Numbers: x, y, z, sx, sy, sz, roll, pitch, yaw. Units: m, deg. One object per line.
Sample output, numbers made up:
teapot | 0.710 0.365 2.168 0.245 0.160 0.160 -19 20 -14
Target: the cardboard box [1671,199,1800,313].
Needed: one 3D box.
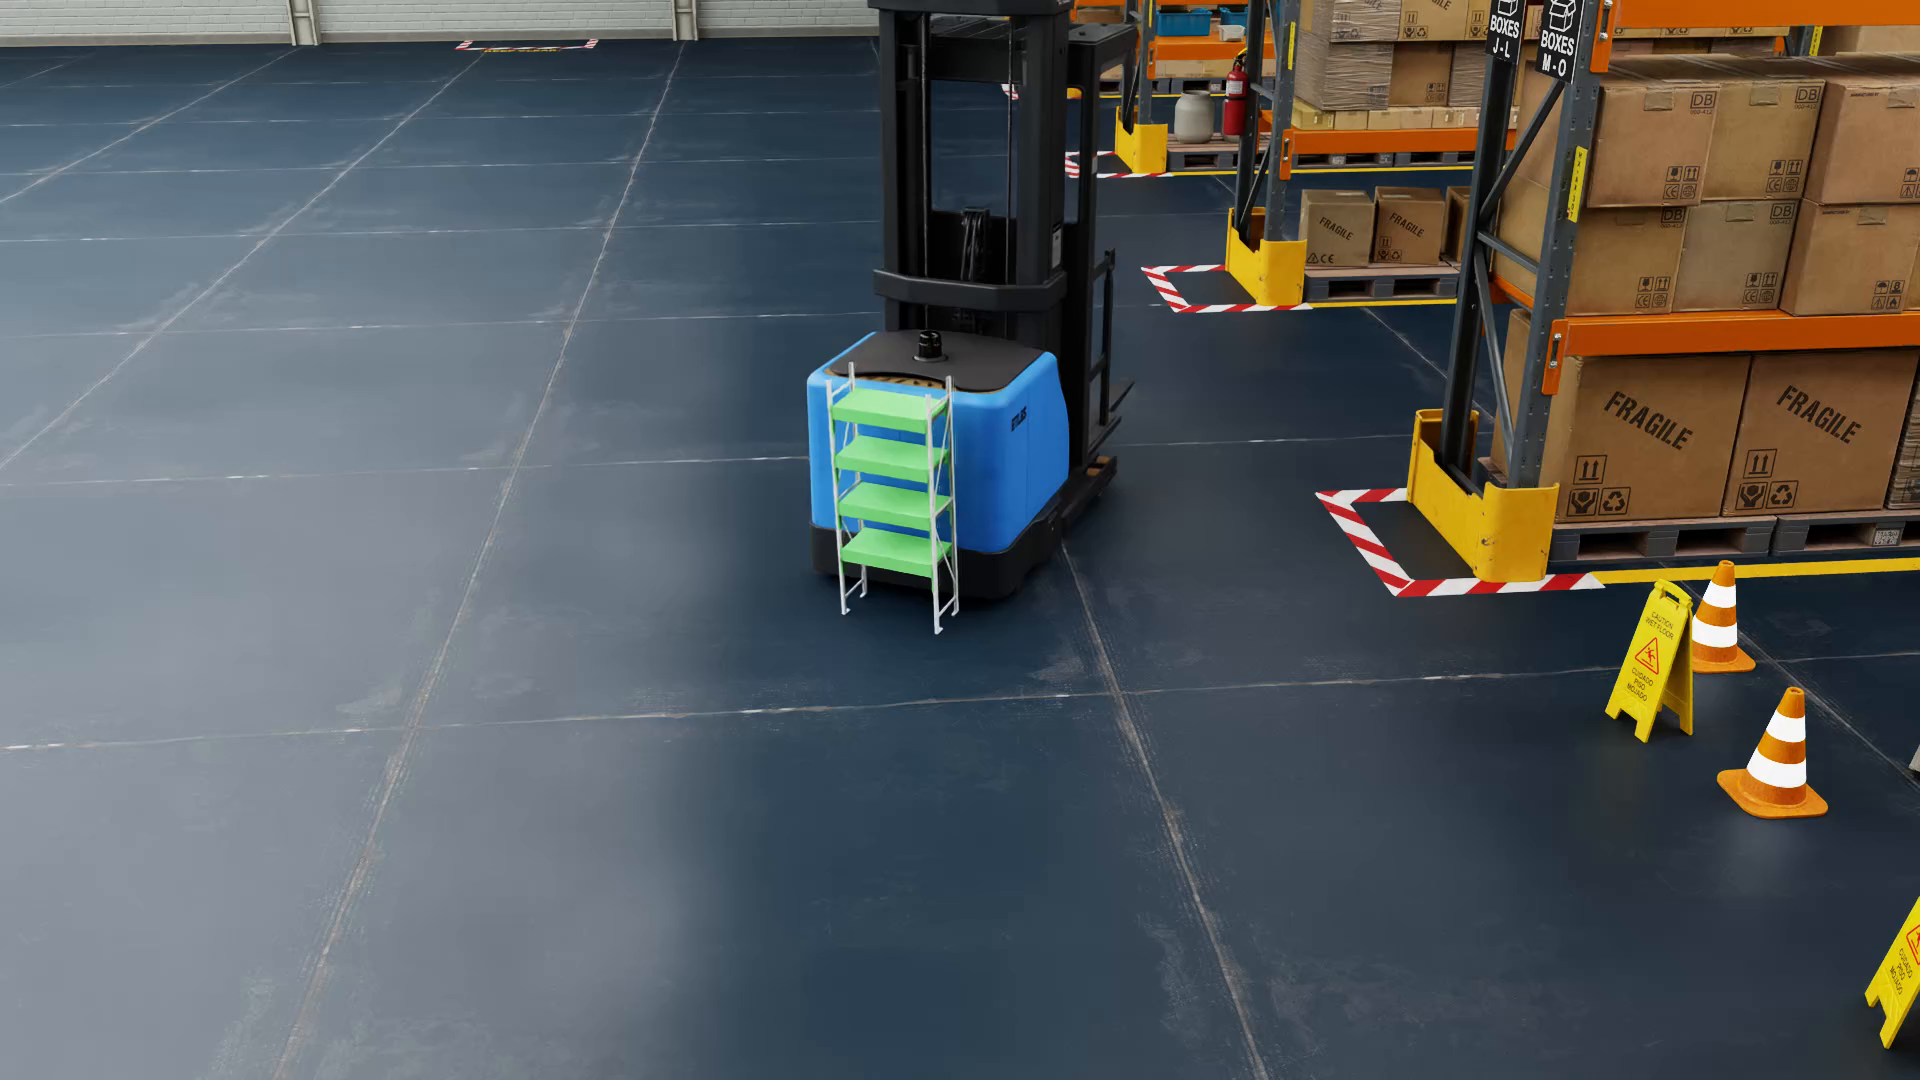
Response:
cardboard box | 3.645 -1.530 8.315 0.550 0.550 0.875 -2 24 -5

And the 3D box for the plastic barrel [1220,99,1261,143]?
plastic barrel | 3.007 -4.541 17.819 0.421 0.512 0.421 0 24 0

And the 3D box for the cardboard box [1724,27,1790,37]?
cardboard box | 5.908 -4.076 12.506 0.500 0.500 0.500 -2 24 -5

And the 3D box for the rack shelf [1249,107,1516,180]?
rack shelf | 4.338 -3.158 13.047 4.000 0.370 1.077 -2 24 -5

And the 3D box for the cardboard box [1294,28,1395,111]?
cardboard box | 2.898 -3.599 12.665 0.500 0.500 0.875 -2 24 -5

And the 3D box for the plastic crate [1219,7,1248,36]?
plastic crate | 2.977 -5.505 17.626 0.408 0.251 0.499 -2 24 -5

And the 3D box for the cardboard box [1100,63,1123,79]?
cardboard box | 1.933 -6.278 22.049 0.500 0.250 0.500 -2 24 -5

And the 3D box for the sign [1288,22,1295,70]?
sign | 2.401 -3.583 12.052 0.005 0.325 0.100 -2 24 -5

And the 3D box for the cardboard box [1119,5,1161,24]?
cardboard box | 2.887 -8.495 26.705 0.500 0.500 0.700 -4 24 -8

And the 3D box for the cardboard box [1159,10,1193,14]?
cardboard box | 2.876 -6.877 22.473 0.500 0.500 0.500 -2 24 -5

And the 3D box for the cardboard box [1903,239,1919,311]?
cardboard box | 4.738 -1.540 8.337 0.500 0.550 0.875 -2 24 -5

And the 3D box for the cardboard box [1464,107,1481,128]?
cardboard box | 3.898 -3.260 12.700 0.250 0.149 0.380 -2 24 -5

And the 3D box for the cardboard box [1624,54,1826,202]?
cardboard box | 3.646 -2.018 8.084 0.550 0.550 0.875 -2 24 -5

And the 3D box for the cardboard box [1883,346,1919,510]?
cardboard box | 5.186 -0.744 8.830 0.875 0.875 0.875 -2 24 -5

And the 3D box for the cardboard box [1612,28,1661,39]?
cardboard box | 4.913 -4.036 12.416 0.500 0.500 0.500 -2 24 -5

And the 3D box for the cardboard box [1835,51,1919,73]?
cardboard box | 4.731 -2.059 8.176 0.500 0.550 0.875 -2 24 -5

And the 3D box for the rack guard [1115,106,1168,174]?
rack guard | 1.932 -4.288 17.783 0.348 0.500 1.175 -2 24 -5

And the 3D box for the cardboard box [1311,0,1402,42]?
cardboard box | 2.922 -3.957 12.239 0.500 0.500 0.500 -2 24 -5

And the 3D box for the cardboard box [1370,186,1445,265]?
cardboard box | 3.562 -2.512 13.270 0.500 0.500 0.500 4 24 9

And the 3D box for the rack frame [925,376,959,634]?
rack frame | -0.078 -0.145 7.579 0.015 1.200 0.240 10 30 22

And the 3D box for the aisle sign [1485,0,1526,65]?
aisle sign | 2.635 -2.704 7.940 0.004 0.787 0.394 -2 24 -5

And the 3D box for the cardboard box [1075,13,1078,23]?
cardboard box | 1.585 -8.377 26.672 0.500 0.311 0.500 -5 24 -11

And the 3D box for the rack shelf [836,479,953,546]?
rack shelf | -0.299 -0.129 7.699 0.480 0.148 0.258 10 30 22

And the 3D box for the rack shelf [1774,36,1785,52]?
rack shelf | 7.832 -5.319 17.911 4.000 0.370 1.077 -2 24 -5

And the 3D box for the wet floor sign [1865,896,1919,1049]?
wet floor sign | 3.028 1.250 5.144 0.232 0.644 0.267 6 25 13

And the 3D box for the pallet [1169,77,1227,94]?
pallet | 3.346 -6.232 22.510 1.213 0.211 1.003 -2 24 -5

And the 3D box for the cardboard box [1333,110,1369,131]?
cardboard box | 2.906 -3.209 12.586 0.250 0.149 0.380 -2 24 -5

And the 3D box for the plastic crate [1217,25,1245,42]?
plastic crate | 2.783 -5.194 17.067 0.250 0.136 0.298 -2 24 -5

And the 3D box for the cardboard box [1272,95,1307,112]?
cardboard box | 2.611 -3.387 12.986 0.250 0.149 0.380 -2 24 -5

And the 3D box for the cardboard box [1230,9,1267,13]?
cardboard box | 3.871 -6.917 22.564 0.500 0.500 0.500 -2 24 -5

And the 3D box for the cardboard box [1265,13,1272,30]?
cardboard box | 3.923 -6.705 22.087 0.500 0.500 0.500 -2 24 -5

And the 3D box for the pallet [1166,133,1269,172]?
pallet | 2.741 -4.187 17.910 1.213 0.211 1.003 -2 24 -5

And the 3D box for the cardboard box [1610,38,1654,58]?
cardboard box | 4.886 -3.689 12.866 0.500 0.500 0.875 -2 24 -5

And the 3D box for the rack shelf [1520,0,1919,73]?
rack shelf | 4.725 -2.520 7.918 4.000 0.370 1.077 -2 24 -5

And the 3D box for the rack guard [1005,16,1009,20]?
rack guard | 0.963 -8.274 26.749 0.348 0.500 1.175 -2 24 -5

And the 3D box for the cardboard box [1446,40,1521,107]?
cardboard box | 3.886 -3.670 12.825 0.500 0.500 0.875 -2 24 -5

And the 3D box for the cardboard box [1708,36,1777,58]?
cardboard box | 5.875 -3.755 13.016 0.500 0.500 0.875 -2 24 -5

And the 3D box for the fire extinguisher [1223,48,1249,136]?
fire extinguisher | 2.189 -3.553 13.146 0.183 0.674 0.296 -2 24 -5

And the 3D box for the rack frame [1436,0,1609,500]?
rack frame | 2.735 -1.398 8.202 0.127 3.000 1.000 -2 24 -5

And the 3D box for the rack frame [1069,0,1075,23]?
rack frame | 1.378 -7.411 21.730 0.127 3.000 1.000 -2 24 -5

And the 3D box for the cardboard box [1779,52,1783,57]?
cardboard box | 11.359 -6.756 22.792 0.500 0.500 0.500 -3 24 -7

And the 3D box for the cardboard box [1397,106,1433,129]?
cardboard box | 3.403 -3.231 12.636 0.250 0.149 0.380 -2 24 -5

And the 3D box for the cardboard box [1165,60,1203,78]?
cardboard box | 2.928 -6.319 22.142 0.500 0.250 0.500 -2 24 -5

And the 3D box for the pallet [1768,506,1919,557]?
pallet | 4.734 -0.235 9.018 1.213 0.211 1.003 -2 24 -5

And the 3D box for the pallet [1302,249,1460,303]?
pallet | 3.235 -2.154 13.335 1.213 0.211 1.003 -2 24 -5

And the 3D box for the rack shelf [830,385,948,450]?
rack shelf | -0.313 -0.555 7.478 0.480 0.148 0.258 10 30 22

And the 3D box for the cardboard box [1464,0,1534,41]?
cardboard box | 3.918 -3.995 12.324 0.500 0.500 0.500 -2 24 -5

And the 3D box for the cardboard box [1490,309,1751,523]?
cardboard box | 3.403 -0.673 8.669 0.875 0.875 0.875 -2 24 -5

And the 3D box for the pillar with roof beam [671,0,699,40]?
pillar with roof beam | -4.049 -10.552 21.412 0.400 9.000 9.100 -2 24 -5

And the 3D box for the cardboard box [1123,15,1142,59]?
cardboard box | 2.431 -6.641 21.944 0.500 0.500 0.500 -2 24 -5

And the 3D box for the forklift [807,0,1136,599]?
forklift | 0.250 -1.628 8.804 1.130 2.935 3.031 9 25 19

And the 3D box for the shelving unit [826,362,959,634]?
shelving unit | -0.301 -0.185 7.670 0.503 1.200 0.258 10 30 22

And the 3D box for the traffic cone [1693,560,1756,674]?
traffic cone | 3.403 0.314 7.474 0.334 0.463 0.336 -2 24 -5

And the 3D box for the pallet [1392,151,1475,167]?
pallet | 5.169 -4.284 18.129 1.213 0.211 1.003 -2 24 -5

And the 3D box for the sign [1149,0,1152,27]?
sign | 1.911 -5.313 16.669 0.005 0.325 0.100 -2 24 -5

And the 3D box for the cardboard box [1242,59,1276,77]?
cardboard box | 3.924 -6.357 22.228 0.500 0.250 0.500 -2 24 -5

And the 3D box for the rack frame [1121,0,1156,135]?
rack frame | 1.861 -5.409 17.226 0.127 3.000 1.000 -2 24 -5
